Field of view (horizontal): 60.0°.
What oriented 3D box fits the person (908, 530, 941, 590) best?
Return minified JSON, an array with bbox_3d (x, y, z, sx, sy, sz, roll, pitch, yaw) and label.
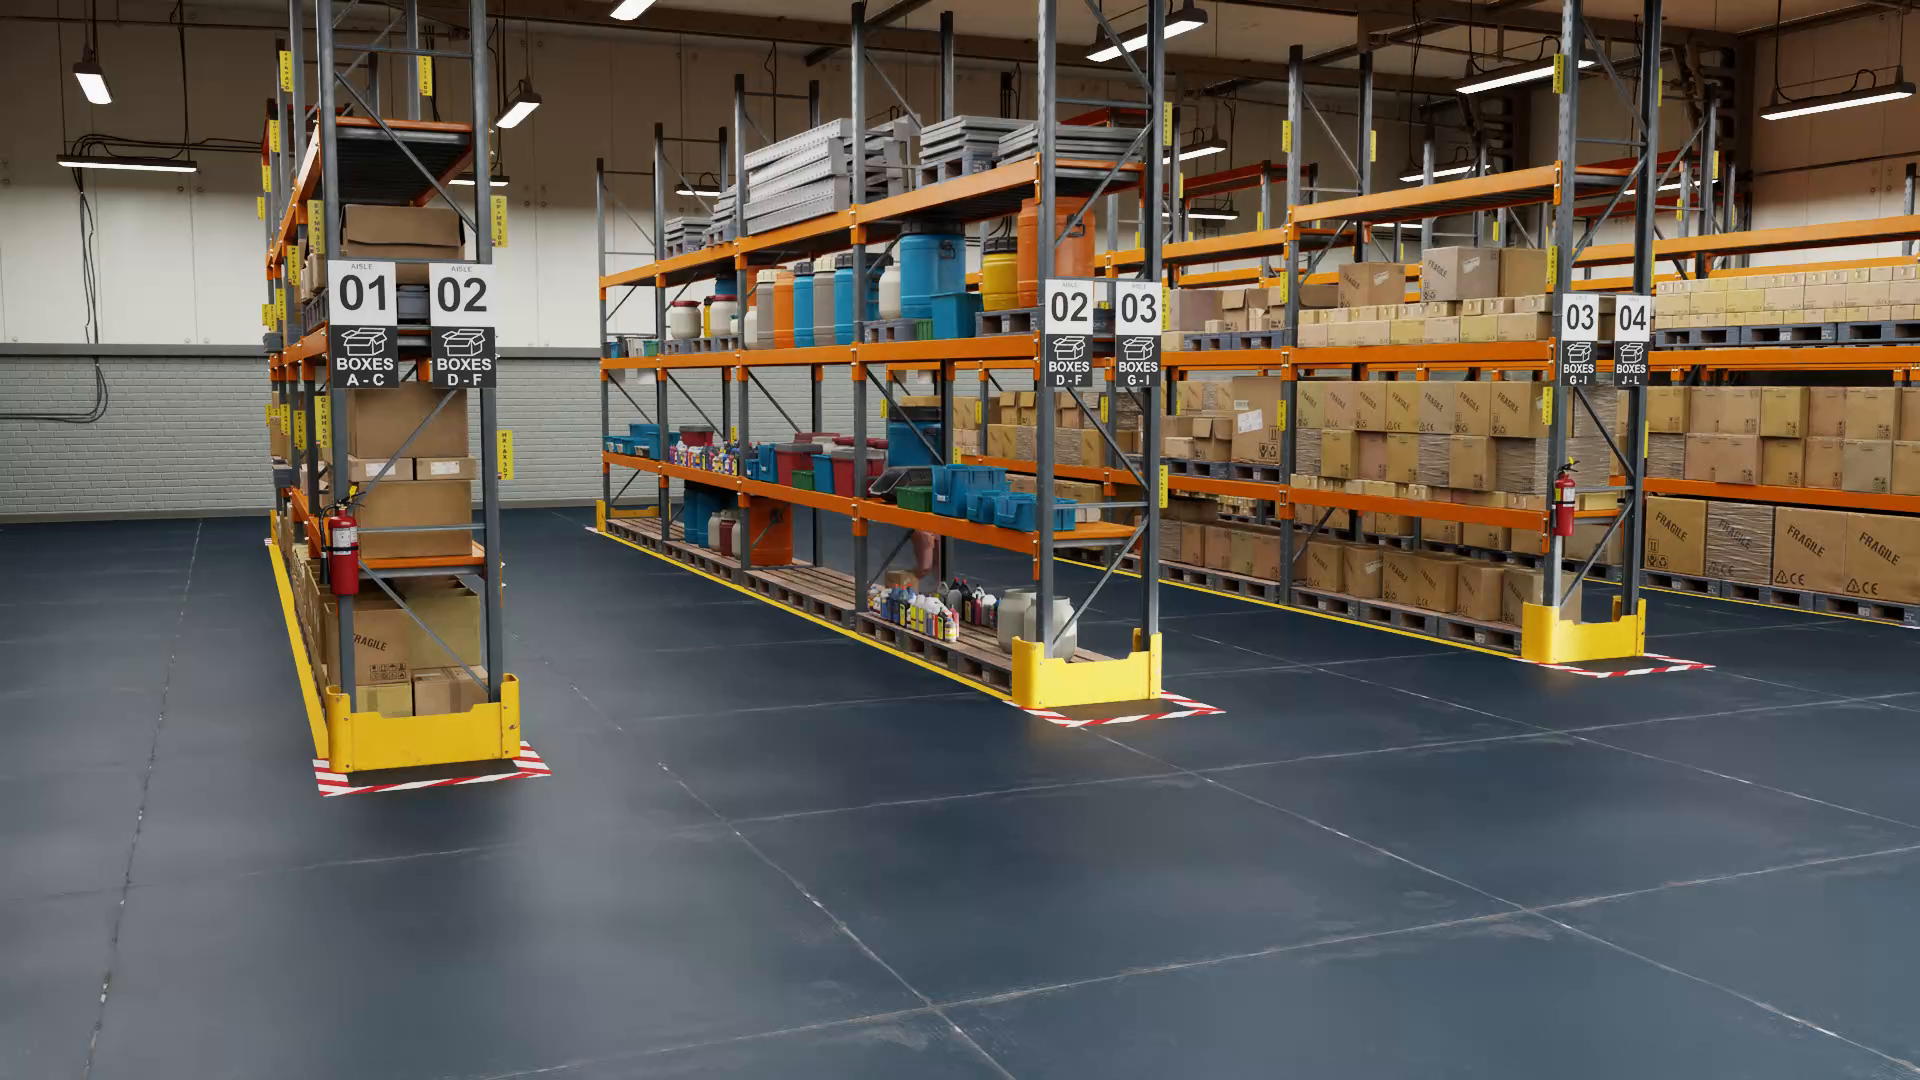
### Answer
[{"bbox_3d":[-0.338,-0.064,17.614,0.671,1.646,0.618,3,6,25],"label":"person"}]
